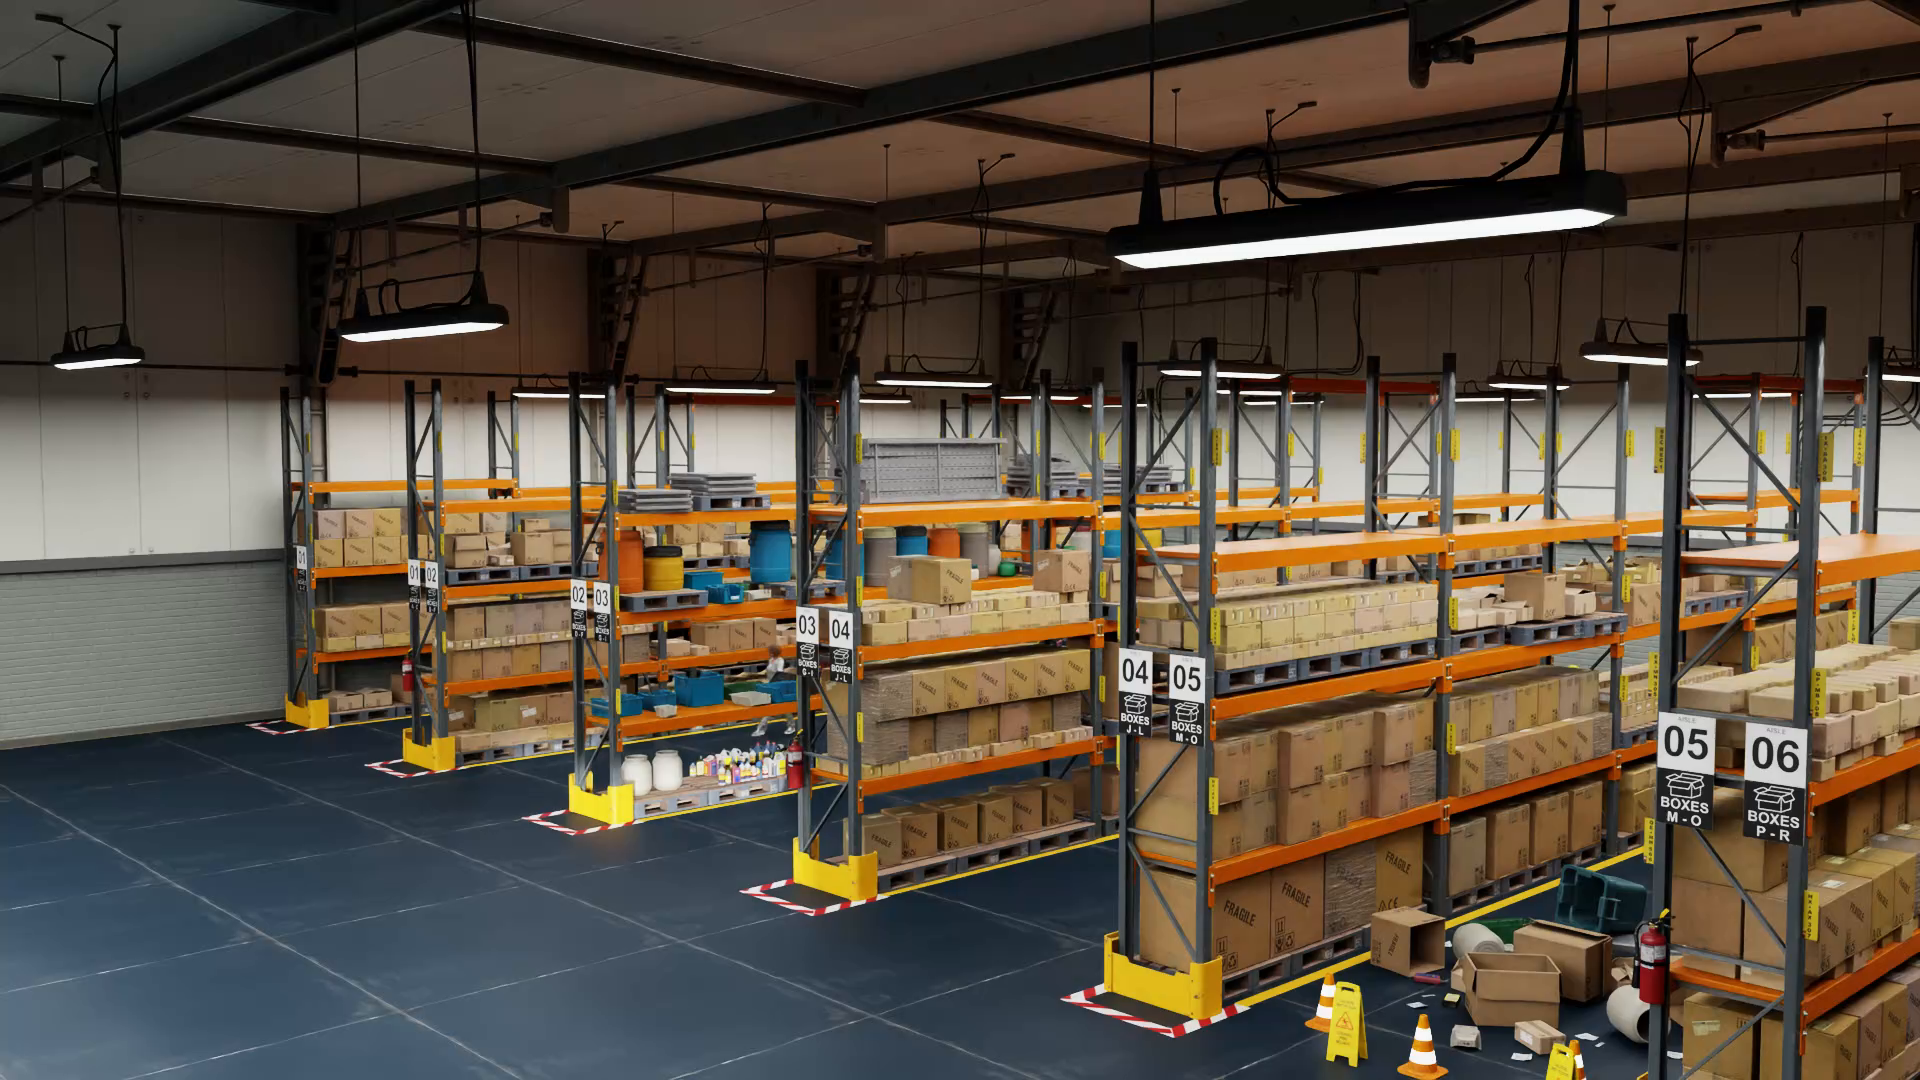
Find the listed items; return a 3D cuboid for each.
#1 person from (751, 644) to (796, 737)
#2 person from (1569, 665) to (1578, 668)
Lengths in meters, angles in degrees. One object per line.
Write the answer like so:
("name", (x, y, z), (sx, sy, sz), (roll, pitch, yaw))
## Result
("person", (-3.177, 2.553, 28.328), (0.869, 1.561, 0.434), (-3, 5, -40))
("person", (9.021, 2.724, 24.511), (0.548, 1.765, 0.594), (-3, 5, -43))
